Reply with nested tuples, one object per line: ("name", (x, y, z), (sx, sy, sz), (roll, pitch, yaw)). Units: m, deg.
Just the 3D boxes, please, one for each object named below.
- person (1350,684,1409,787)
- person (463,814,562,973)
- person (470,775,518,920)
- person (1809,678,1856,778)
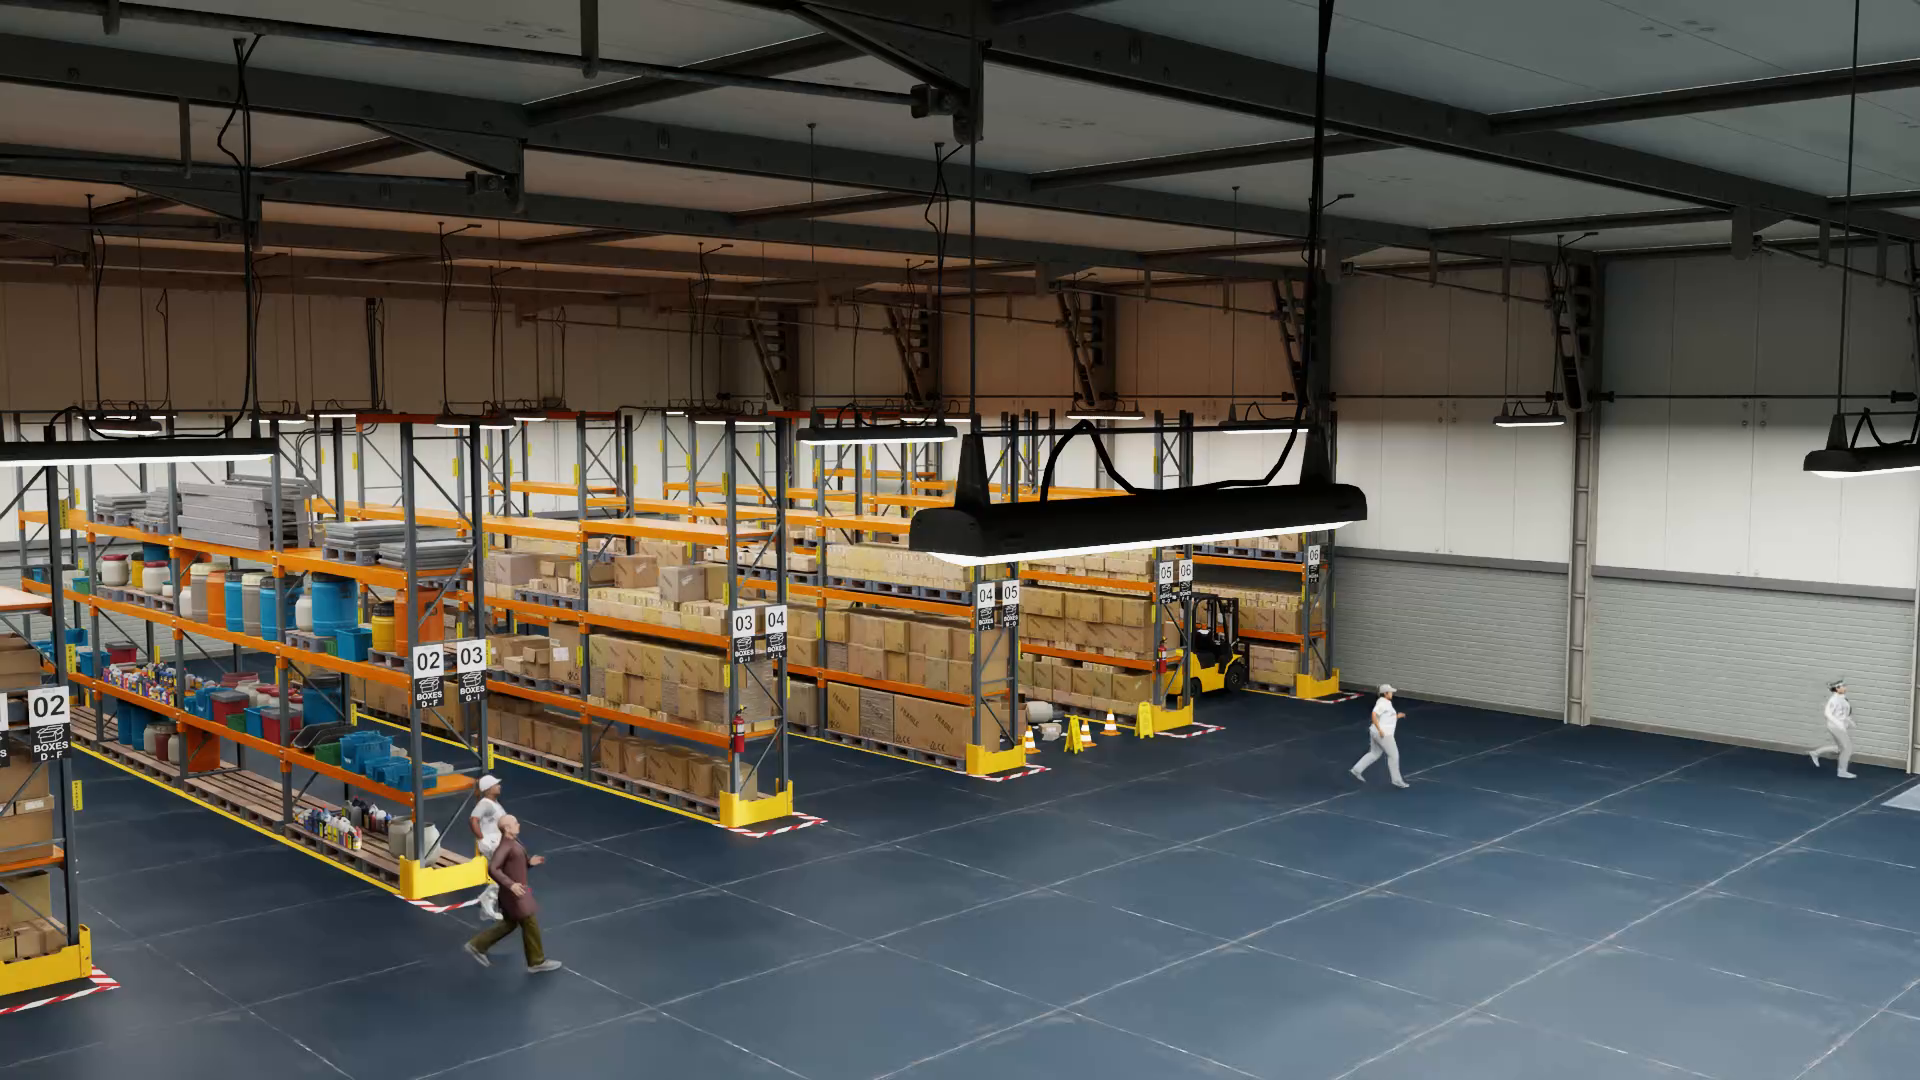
("person", (6.806, 3.150, 26.821), (0.903, 1.668, 0.599), (0, 5, 1))
("person", (-4.870, 3.858, 18.154), (0.976, 1.753, 0.714), (-1, 5, -17))
("person", (-5.640, 3.721, 20.185), (0.579, 1.726, 0.727), (-1, 5, -16))
("person", (14.520, 3.099, 27.633), (0.739, 1.653, 0.655), (4, 6, 37))
